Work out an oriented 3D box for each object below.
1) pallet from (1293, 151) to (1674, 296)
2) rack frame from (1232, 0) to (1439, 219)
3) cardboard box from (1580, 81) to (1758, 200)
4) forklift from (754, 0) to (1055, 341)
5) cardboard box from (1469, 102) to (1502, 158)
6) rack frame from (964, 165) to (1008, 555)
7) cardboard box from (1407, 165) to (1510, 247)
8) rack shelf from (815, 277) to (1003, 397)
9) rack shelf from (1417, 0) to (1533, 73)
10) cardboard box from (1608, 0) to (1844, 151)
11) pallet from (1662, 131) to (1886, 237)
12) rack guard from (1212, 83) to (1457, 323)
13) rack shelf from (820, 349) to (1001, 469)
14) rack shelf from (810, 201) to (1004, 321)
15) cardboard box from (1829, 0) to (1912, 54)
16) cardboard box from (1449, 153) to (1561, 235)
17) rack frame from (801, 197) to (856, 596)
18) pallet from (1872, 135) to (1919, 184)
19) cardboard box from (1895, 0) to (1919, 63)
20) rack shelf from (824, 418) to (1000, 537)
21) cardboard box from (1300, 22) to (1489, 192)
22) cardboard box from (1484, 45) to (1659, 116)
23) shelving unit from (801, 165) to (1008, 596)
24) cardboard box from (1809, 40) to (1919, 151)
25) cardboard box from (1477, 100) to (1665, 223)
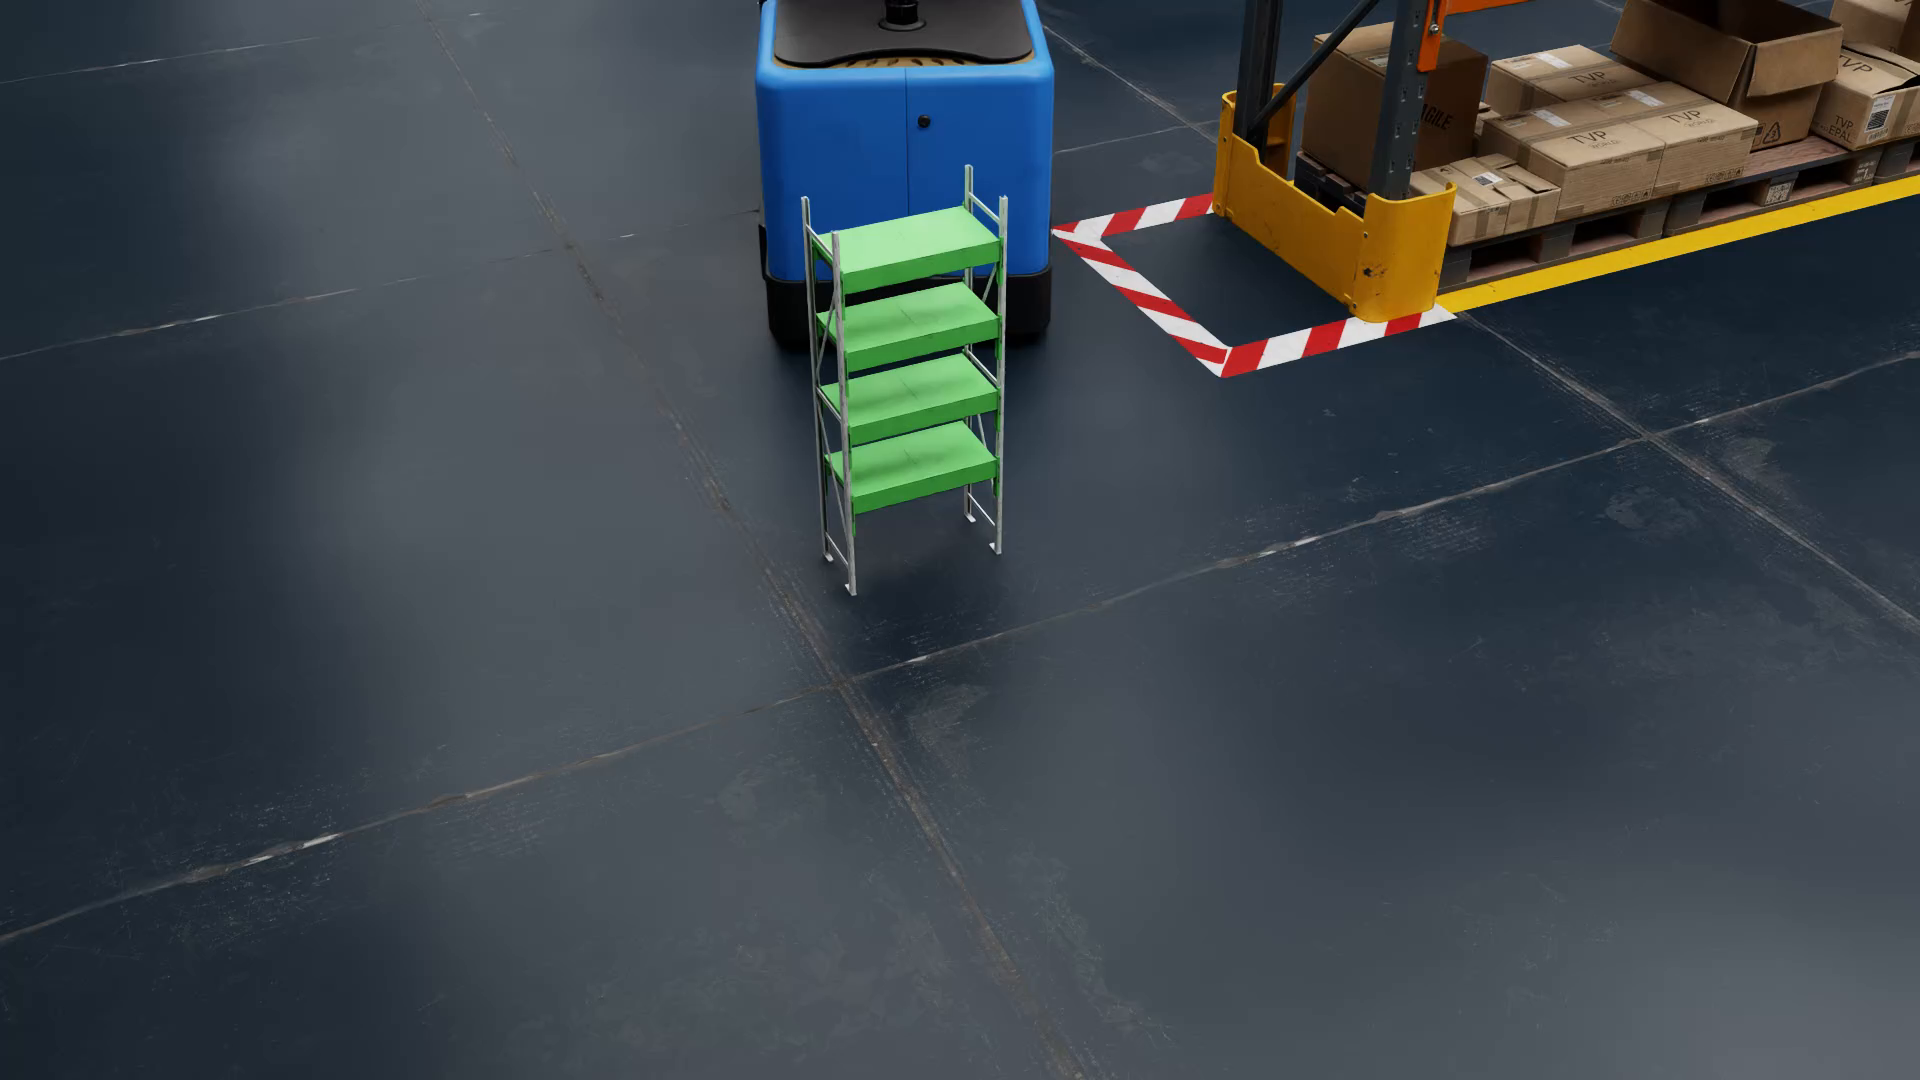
[{"bbox_3d":[2.190,-1.463,7.045,1.213,0.211,1.003,-16,39,-20],"label":"pallet"},{"bbox_3d":[1.400,-2.361,5.916,0.127,3.000,1.000,-16,39,-20],"label":"rack frame"},{"bbox_3d":[2.918,-1.671,6.924,0.500,0.250,0.500,-16,39,-20],"label":"cardboard box"},{"bbox_3d":[-0.272,-2.766,6.519,1.130,2.935,3.031,-2,37,-3],"label":"forklift"},{"bbox_3d":[2.192,-1.725,7.066,0.250,0.166,0.380,-16,39,-20],"label":"cardboard box"},{"bbox_3d":[0.071,-0.502,4.919,0.015,1.200,0.240,-16,39,-20],"label":"rack frame"},{"bbox_3d":[1.925,-1.314,6.527,0.250,0.149,0.380,-16,39,-20],"label":"cardboard box"},{"bbox_3d":[-0.150,-0.581,4.731,0.480,0.148,0.258,-16,39,-20],"label":"rack shelf"},{"bbox_3d":[3.210,-2.579,6.813,4.000,0.370,1.077,-16,39,-20],"label":"rack shelf"},{"bbox_3d":[3.322,-2.070,7.249,0.637,0.503,0.797,-16,39,-20],"label":"cardboard box"},{"bbox_3d":[3.292,-1.769,7.458,1.213,0.211,1.003,-16,39,-20],"label":"pallet"},{"bbox_3d":[1.468,-1.377,6.686,0.348,0.500,1.175,-16,39,-20],"label":"rack guard"},{"bbox_3d":[-0.150,-0.389,4.874,0.480,0.148,0.258,-16,39,-20],"label":"rack shelf"},{"bbox_3d":[-0.150,-0.774,4.588,0.480,0.148,0.258,-16,39,-20],"label":"rack shelf"},{"bbox_3d":[4.549,-2.481,7.965,0.500,0.311,0.500,-16,39,-20],"label":"cardboard box"},{"bbox_3d":[2.151,-1.384,6.607,0.250,0.166,0.380,-16,39,-20],"label":"cardboard box"},{"bbox_3d":[-0.371,-0.378,4.753,0.015,1.200,0.240,-16,39,-20],"label":"rack frame"},{"bbox_3d":[4.398,-2.080,7.878,1.213,0.211,1.003,-16,39,-20],"label":"pallet"},{"bbox_3d":[4.625,-2.249,7.494,0.500,0.500,0.500,-16,39,-20],"label":"cardboard box"},{"bbox_3d":[-0.150,-0.196,5.017,0.480,0.148,0.258,-16,39,-20],"label":"rack shelf"},{"bbox_3d":[1.787,-1.805,6.894,0.500,0.500,0.500,-16,39,-20],"label":"cardboard box"},{"bbox_3d":[2.660,-1.928,7.271,0.500,0.250,0.500,-16,39,-20],"label":"cardboard box"},{"bbox_3d":[-0.150,-0.440,4.836,0.503,1.200,0.258,-16,39,-20],"label":"shelving unit"},{"bbox_3d":[3.946,-1.984,7.294,0.500,0.311,0.500,-16,39,-20],"label":"cardboard box"},{"bbox_3d":[2.465,-1.545,6.754,0.500,0.250,0.500,-16,39,-20],"label":"cardboard box"}]
